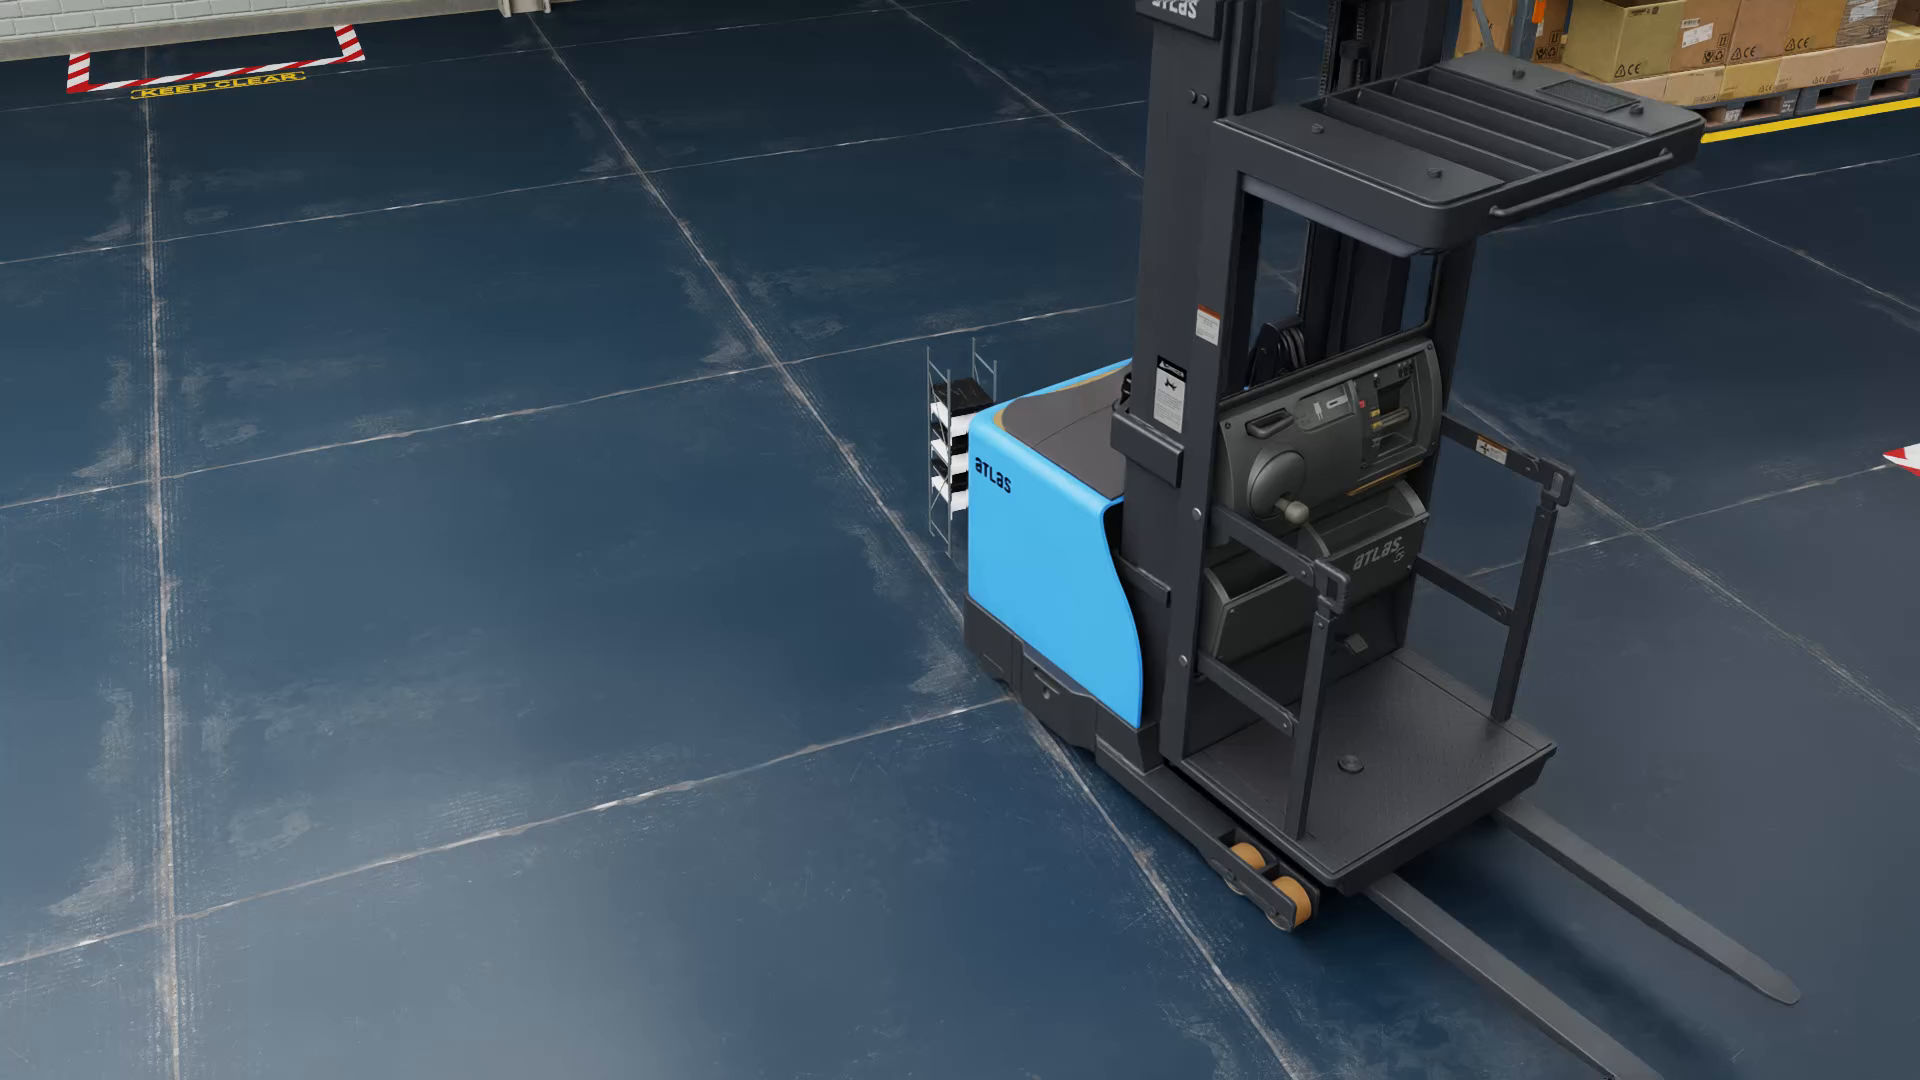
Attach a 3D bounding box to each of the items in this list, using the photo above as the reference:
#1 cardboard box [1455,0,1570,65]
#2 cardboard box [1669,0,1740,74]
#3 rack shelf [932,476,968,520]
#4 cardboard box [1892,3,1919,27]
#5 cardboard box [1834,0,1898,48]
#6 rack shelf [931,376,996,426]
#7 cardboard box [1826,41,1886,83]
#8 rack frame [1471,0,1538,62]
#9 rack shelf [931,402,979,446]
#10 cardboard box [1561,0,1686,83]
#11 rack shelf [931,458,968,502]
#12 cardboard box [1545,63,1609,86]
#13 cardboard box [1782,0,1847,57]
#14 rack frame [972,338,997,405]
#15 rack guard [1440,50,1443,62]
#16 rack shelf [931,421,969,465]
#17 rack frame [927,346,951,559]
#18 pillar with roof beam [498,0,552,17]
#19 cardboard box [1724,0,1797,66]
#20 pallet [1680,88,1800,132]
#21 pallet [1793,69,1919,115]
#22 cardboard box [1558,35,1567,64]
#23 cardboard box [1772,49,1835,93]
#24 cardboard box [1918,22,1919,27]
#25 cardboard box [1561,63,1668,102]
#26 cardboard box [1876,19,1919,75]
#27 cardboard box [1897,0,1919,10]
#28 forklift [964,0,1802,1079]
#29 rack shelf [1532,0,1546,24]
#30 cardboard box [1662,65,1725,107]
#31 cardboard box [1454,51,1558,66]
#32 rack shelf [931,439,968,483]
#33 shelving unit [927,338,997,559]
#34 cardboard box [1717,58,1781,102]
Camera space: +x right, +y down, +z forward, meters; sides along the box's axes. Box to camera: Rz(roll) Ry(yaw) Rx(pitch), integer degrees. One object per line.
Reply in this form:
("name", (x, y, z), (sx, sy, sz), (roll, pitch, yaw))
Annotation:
("cardboard box", (3.803, -3.581, 11.452), (0.500, 0.500, 0.500), (-13, 35, -19))
("cardboard box", (4.921, -3.538, 11.386), (0.500, 0.500, 0.500), (-13, 35, -19))
("rack shelf", (0.007, -0.200, 7.124), (0.200, 0.077, 0.258), (-13, 35, -19))
("cardboard box", (7.382, -4.082, 12.909), (0.500, 0.250, 0.500), (-13, 35, -19))
("cardboard box", (6.304, -3.855, 11.873), (0.500, 0.500, 0.500), (-13, 35, -19))
("rack shelf", (0.007, -0.577, 6.878), (0.200, 0.077, 0.258), (-13, 35, -19))
("cardboard box", (6.304, -3.540, 12.076), (0.500, 0.250, 0.500), (-13, 35, -19))
("rack frame", (3.424, -3.980, 10.617), (0.127, 3.000, 1.000), (-13, 35, -19))
("rack shelf", (0.007, -0.502, 6.927), (0.200, 0.077, 0.258), (-13, 35, -19))
("cardboard box", (4.465, -3.426, 11.213), (0.500, 0.500, 0.500), (-13, 35, -19))
("rack shelf", (0.007, -0.276, 7.074), (0.200, 0.077, 0.258), (-13, 35, -19))
("cardboard box", (4.005, -3.005, 11.254), (0.500, 0.250, 0.500), (-13, 35, -19))
("cardboard box", (5.844, -3.748, 11.708), (0.500, 0.500, 0.500), (-13, 35, -19))
("rack frame", (0.101, -0.400, 7.040), (0.006, 0.900, 0.240), (-13, 35, -19))
("rack guard", (3.402, -2.927, 11.291), (0.348, 0.500, 1.175), (-13, 35, -19))
("rack shelf", (0.007, -0.426, 6.976), (0.200, 0.077, 0.258), (-13, 35, -19))
("rack frame", (-0.086, -0.357, 6.974), (0.006, 0.900, 0.240), (-13, 35, -19))
("pillar with roof beam", (-2.052, -6.136, 8.430), (0.400, 9.000, 9.100), (-13, 35, -19))
("cardboard box", (5.389, -3.635, 11.534), (0.500, 0.500, 0.500), (-13, 35, -19))
("pallet", (5.236, -3.249, 12.050), (1.213, 0.211, 1.003), (-13, 35, -19))
("pallet", (6.363, -3.509, 12.450), (1.213, 0.211, 1.003), (-13, 35, -19))
("cardboard box", (4.261, -3.377, 11.826), (0.500, 0.250, 0.500), (-13, 35, -19))
("cardboard box", (5.849, -3.427, 11.903), (0.500, 0.250, 0.500), (-13, 35, -19))
("cardboard box", (7.580, -3.809, 12.490), (0.500, 0.250, 0.500), (-14, 35, -20))
("cardboard box", (4.464, -3.113, 11.419), (0.500, 0.250, 0.500), (-13, 35, -19))
("cardboard box", (6.769, -3.640, 12.231), (0.500, 0.250, 0.500), (-13, 35, -19))
("cardboard box", (7.375, -4.313, 12.750), (0.500, 0.311, 0.500), (-13, 35, -19))
("forklift", (1.284, -0.284, 4.999), (1.130, 2.935, 3.031), (-21, 39, -29))
("rack shelf", (5.268, -4.101, 11.462), (4.000, 0.370, 1.077), (-13, 35, -19))
("cardboard box", (4.925, -3.218, 11.581), (0.500, 0.250, 0.500), (-13, 35, -19))
("cardboard box", (3.804, -3.266, 11.655), (0.500, 0.250, 0.500), (-13, 35, -19))
("rack shelf", (0.007, -0.351, 7.025), (0.200, 0.077, 0.258), (-13, 35, -19))
("shelving unit", (0.007, -0.379, 7.007), (0.210, 0.900, 0.258), (-13, 35, -19))
("cardboard box", (5.388, -3.321, 11.740), (0.500, 0.250, 0.500), (-13, 35, -19))
